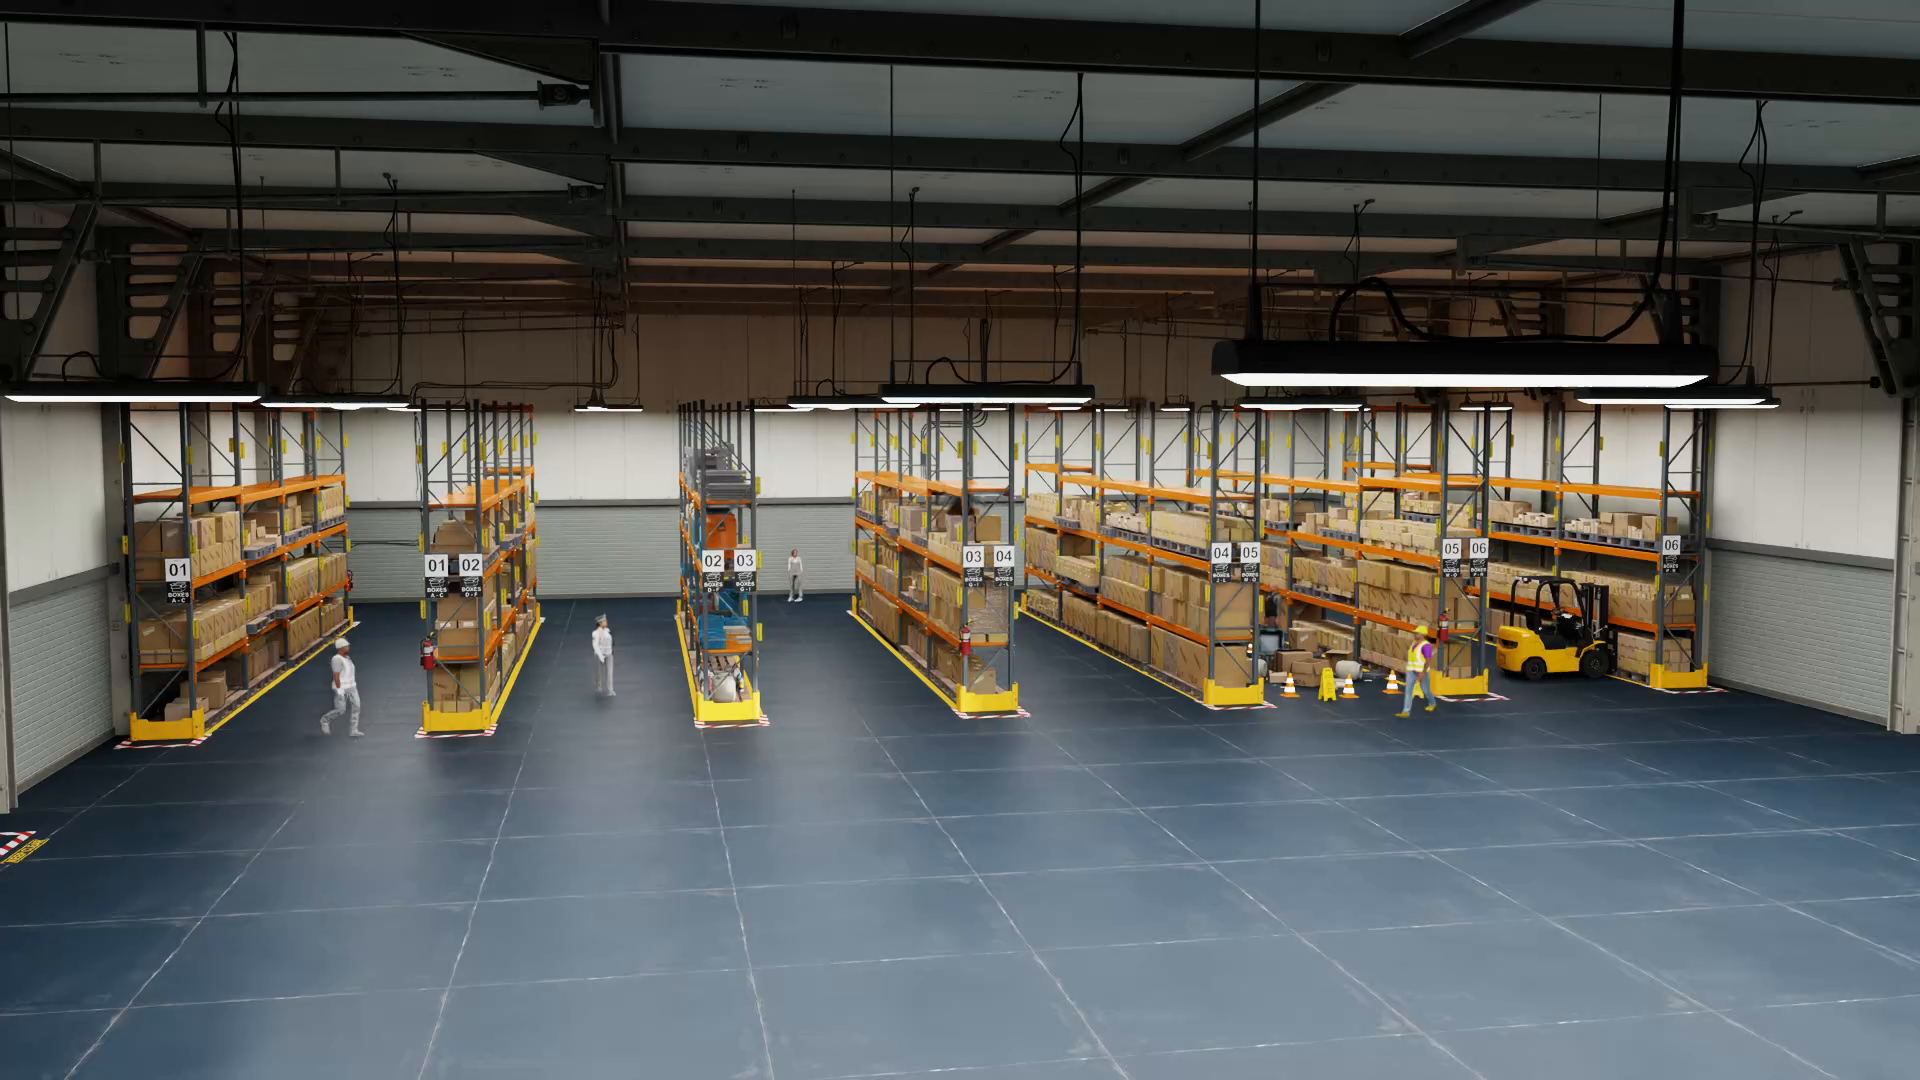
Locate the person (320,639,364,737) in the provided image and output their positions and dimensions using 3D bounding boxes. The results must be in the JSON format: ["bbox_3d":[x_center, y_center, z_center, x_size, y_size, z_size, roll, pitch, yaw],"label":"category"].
[{"bbox_3d":[-10.969,2.621,29.509,0.799,1.755,0.581,2,5,24],"label":"person"}]

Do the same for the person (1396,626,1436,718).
[{"bbox_3d":[8.709,2.489,31.503,0.513,1.730,1.055,3,5,37],"label":"person"}]

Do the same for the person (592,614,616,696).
[{"bbox_3d":[-7.268,2.334,33.884,0.438,1.636,1.022,-2,5,-20],"label":"person"}]

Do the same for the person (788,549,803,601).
[{"bbox_3d":[-5.044,1.079,50.968,0.476,1.597,0.412,1,4,10],"label":"person"}]

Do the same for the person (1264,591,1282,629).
[{"bbox_3d":[7.471,1.967,39.856,0.453,1.520,0.549,0,4,2],"label":"person"}]
